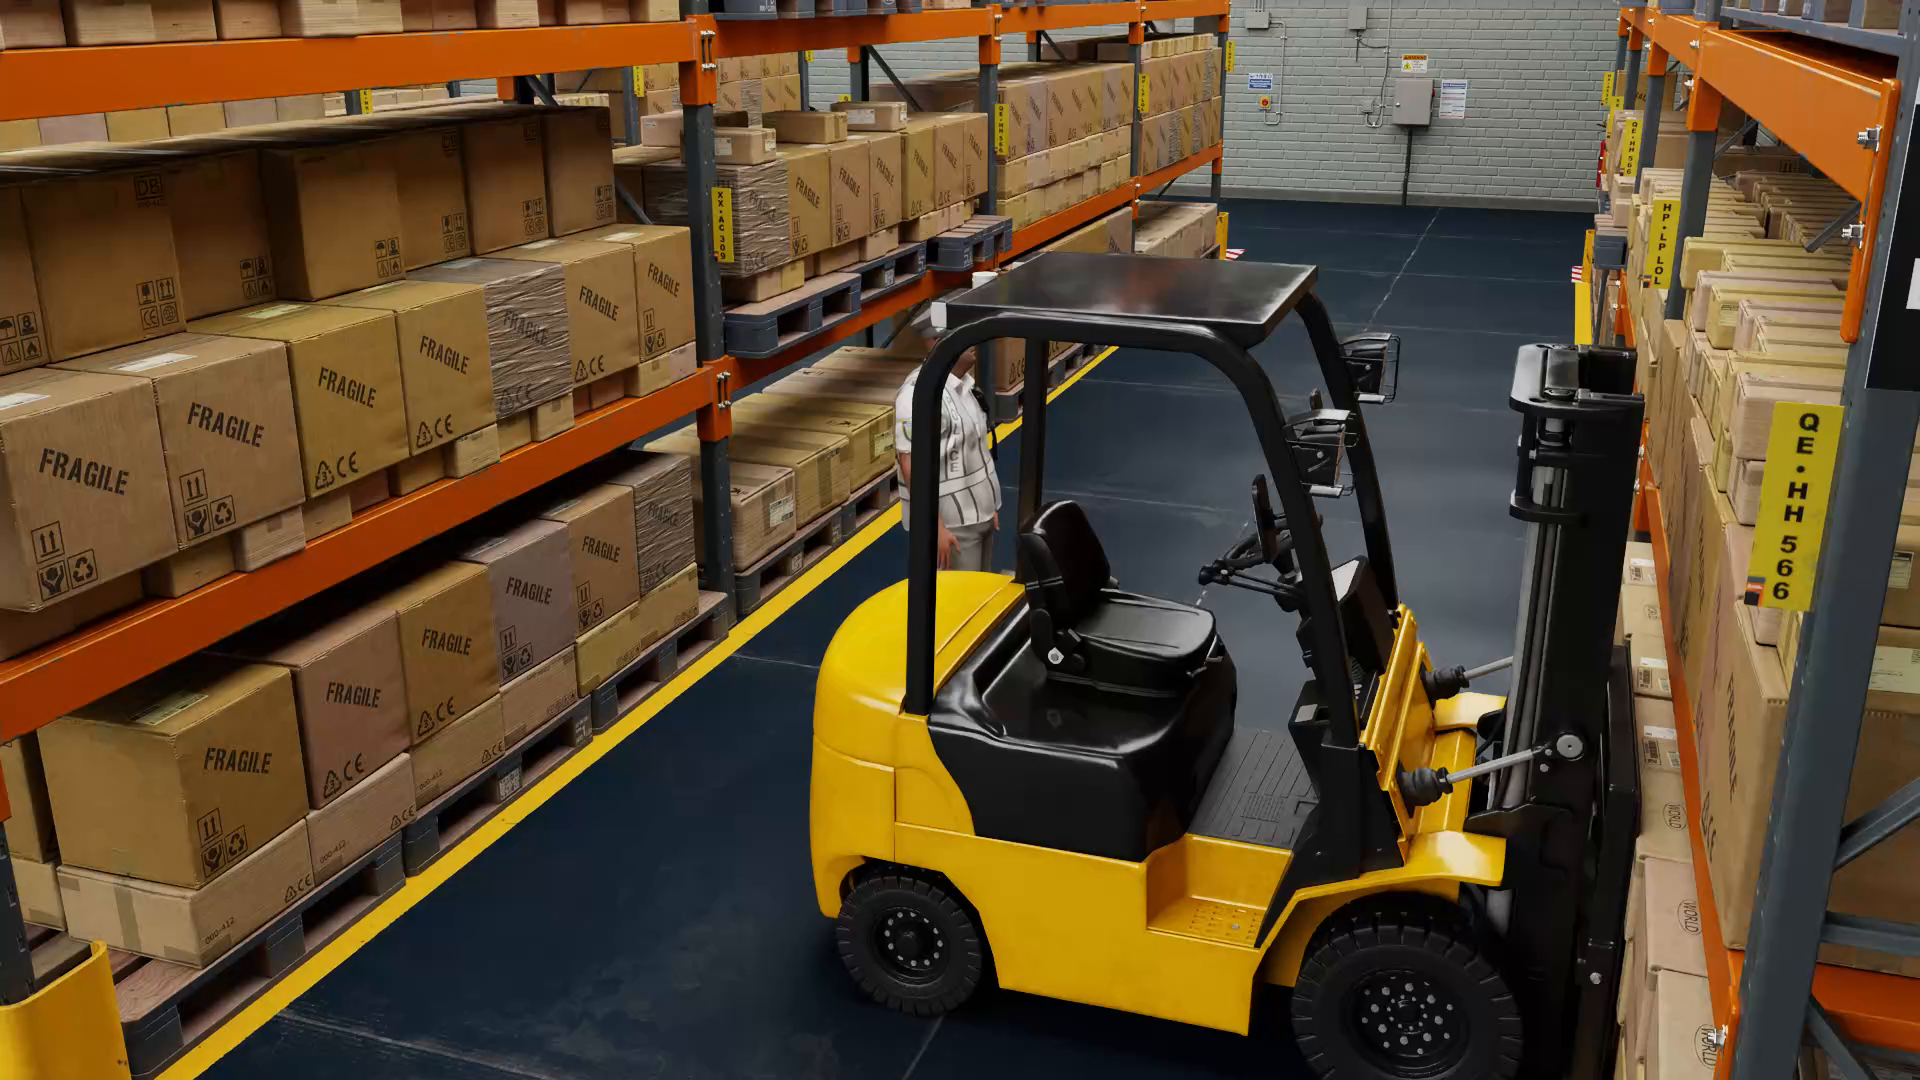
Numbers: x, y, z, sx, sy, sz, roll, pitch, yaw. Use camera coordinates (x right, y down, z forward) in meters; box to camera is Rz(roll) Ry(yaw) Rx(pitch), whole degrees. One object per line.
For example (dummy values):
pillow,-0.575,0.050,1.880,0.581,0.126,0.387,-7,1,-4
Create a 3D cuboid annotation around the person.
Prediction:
person,0.047,-0.083,6.724,0.575,1.781,0.640,6,20,18
